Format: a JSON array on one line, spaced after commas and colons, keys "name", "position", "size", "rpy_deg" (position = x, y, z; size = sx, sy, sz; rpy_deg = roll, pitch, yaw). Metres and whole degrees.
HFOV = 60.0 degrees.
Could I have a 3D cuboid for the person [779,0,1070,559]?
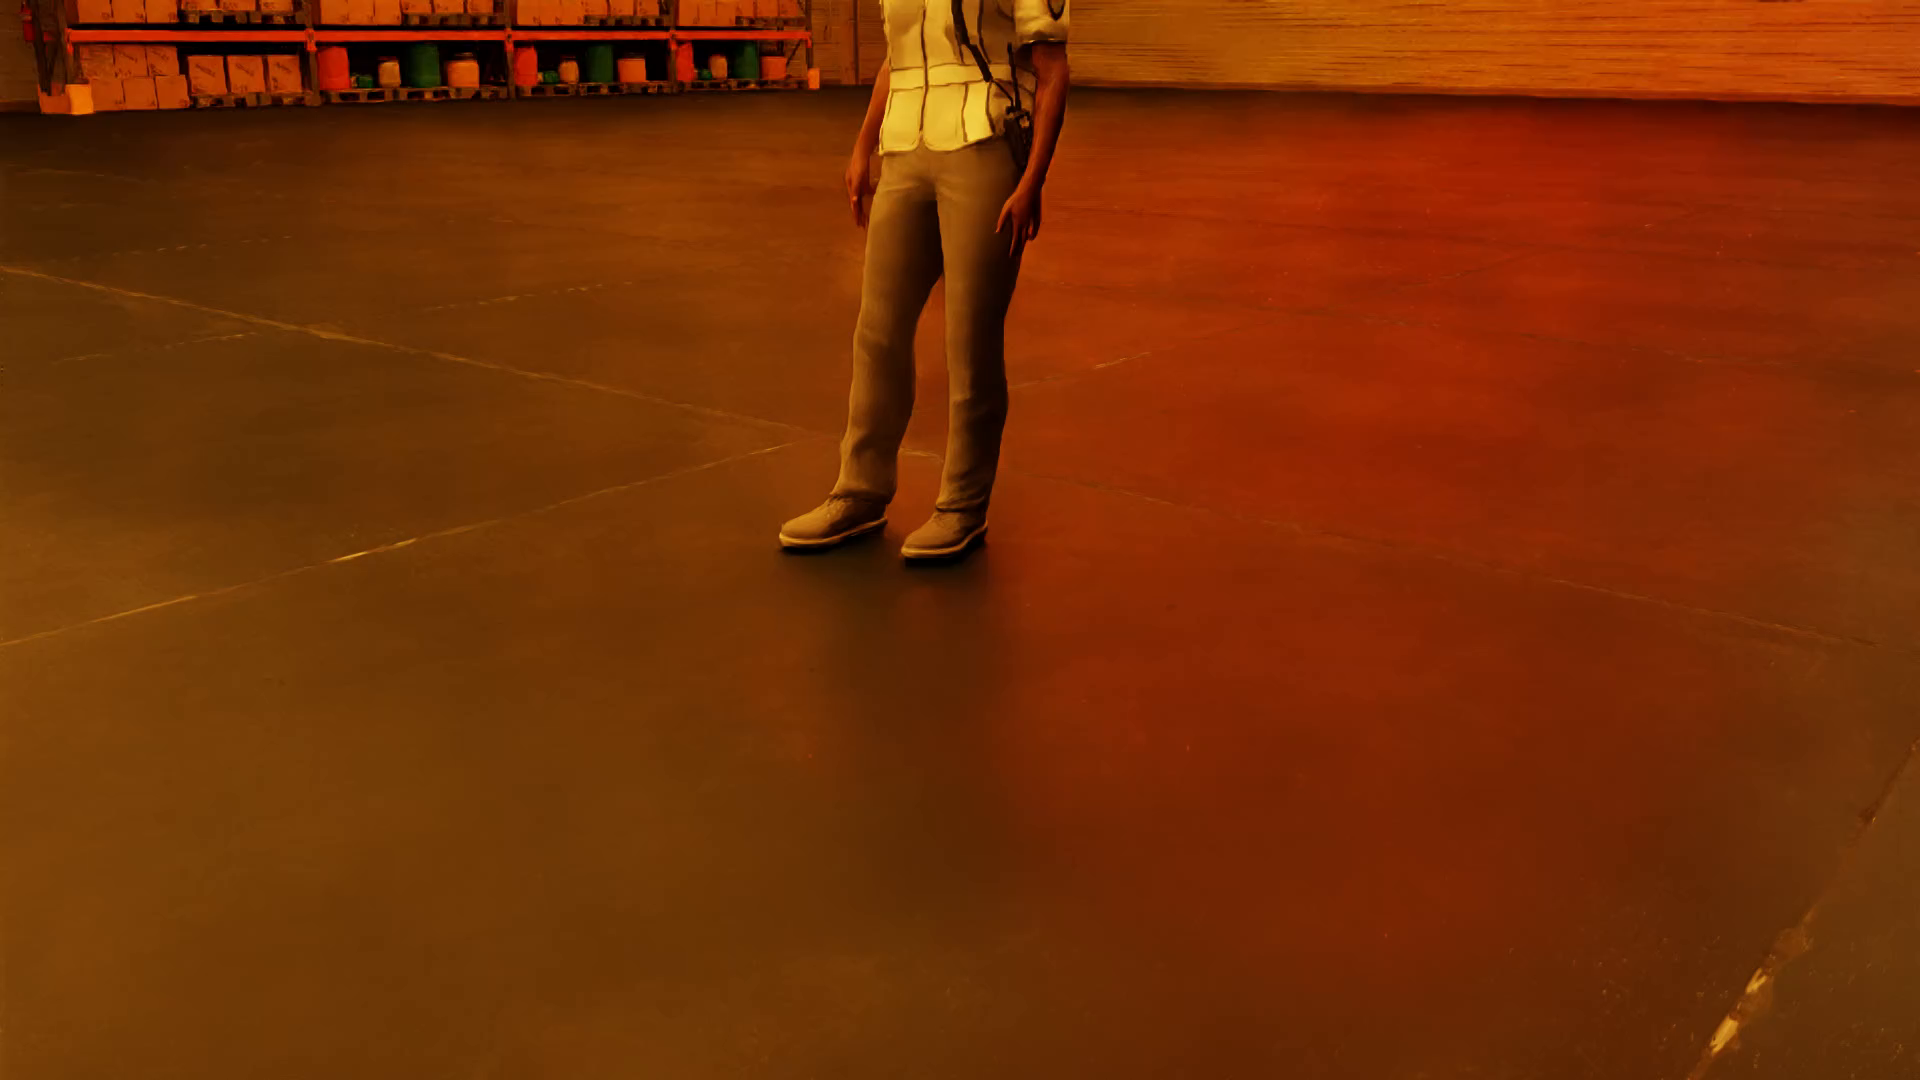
[{"name": "person", "position": [-0.063, -0.805, 3.650], "size": [0.570, 1.695, 0.529], "rpy_deg": [13, 21, 37]}]
